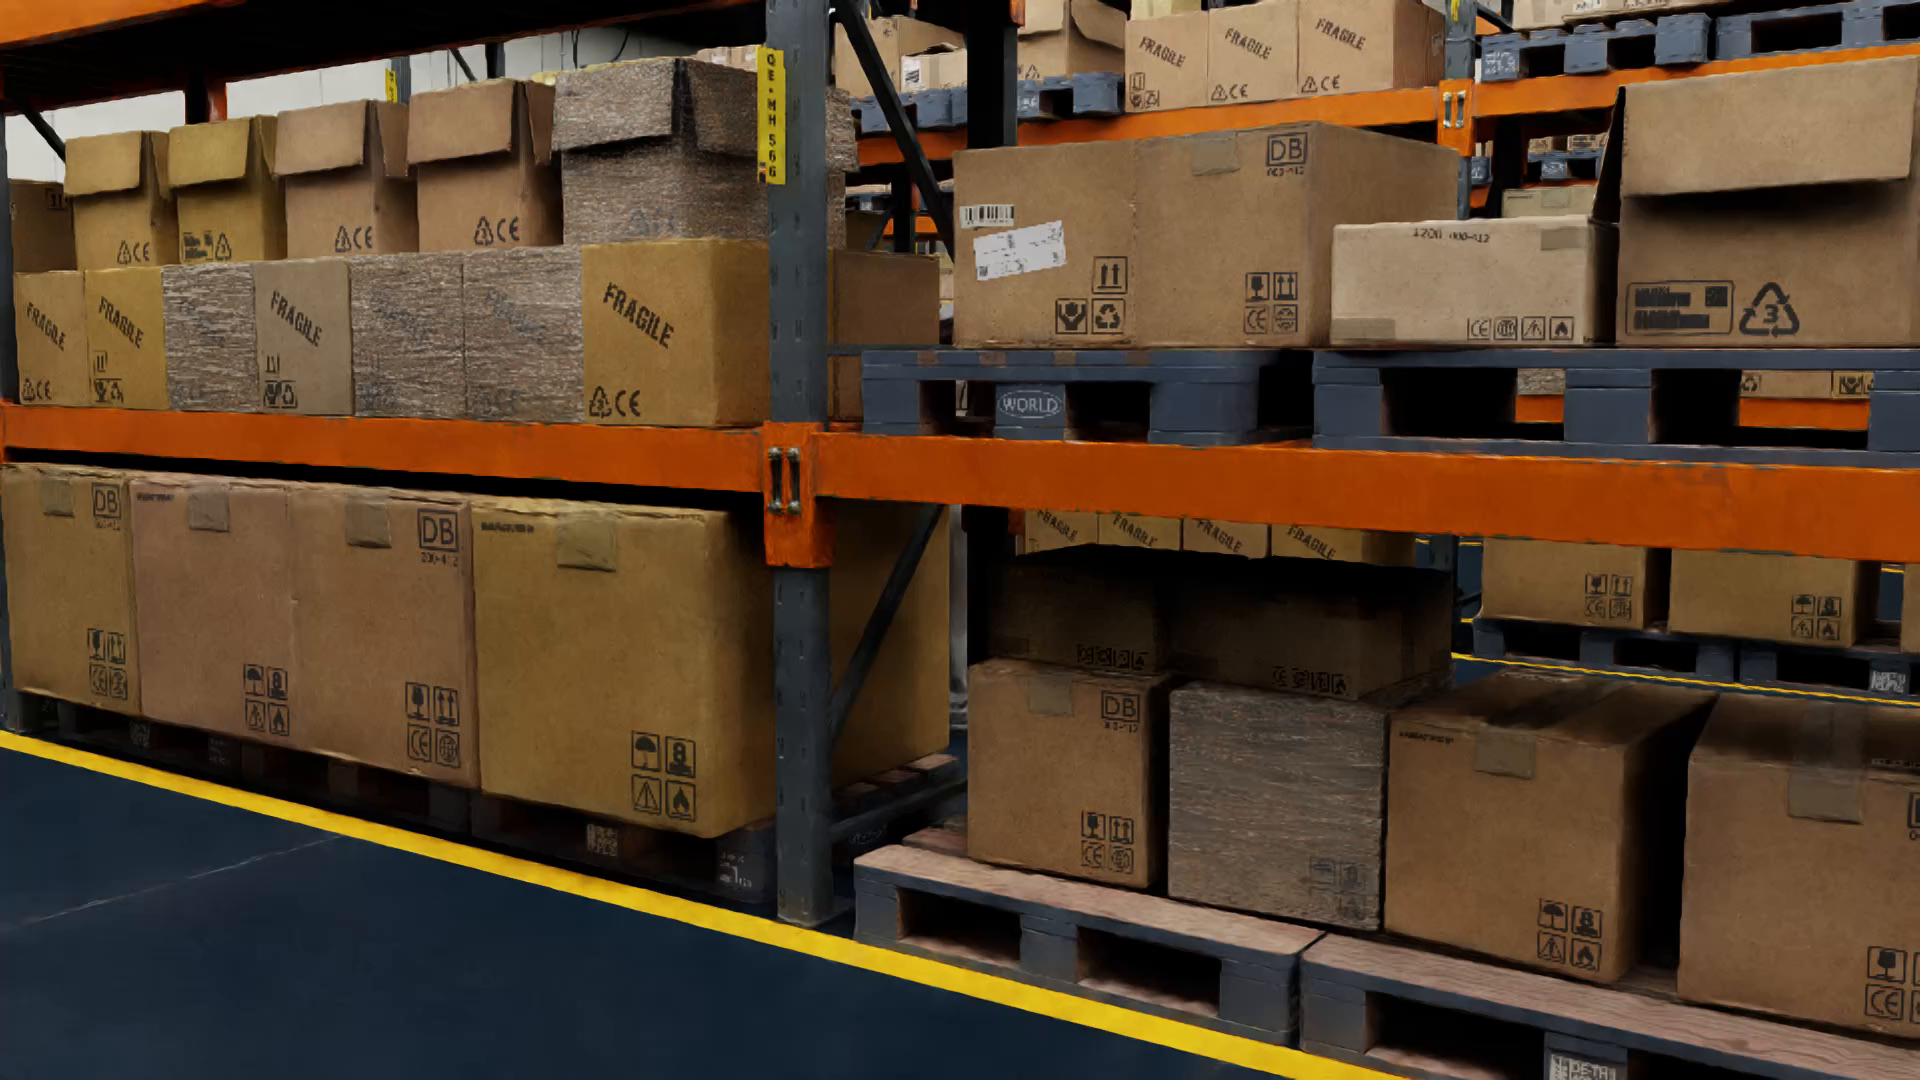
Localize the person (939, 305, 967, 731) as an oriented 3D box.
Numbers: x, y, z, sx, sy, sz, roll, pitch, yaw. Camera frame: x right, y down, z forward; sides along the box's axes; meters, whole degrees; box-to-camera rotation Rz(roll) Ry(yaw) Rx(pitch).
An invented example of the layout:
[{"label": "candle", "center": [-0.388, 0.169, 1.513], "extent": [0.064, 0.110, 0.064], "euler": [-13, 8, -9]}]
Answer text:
[{"label": "person", "center": [-0.022, -0.099, 6.644], "extent": [0.568, 1.670, 0.478], "euler": [4, 8, 33]}]
